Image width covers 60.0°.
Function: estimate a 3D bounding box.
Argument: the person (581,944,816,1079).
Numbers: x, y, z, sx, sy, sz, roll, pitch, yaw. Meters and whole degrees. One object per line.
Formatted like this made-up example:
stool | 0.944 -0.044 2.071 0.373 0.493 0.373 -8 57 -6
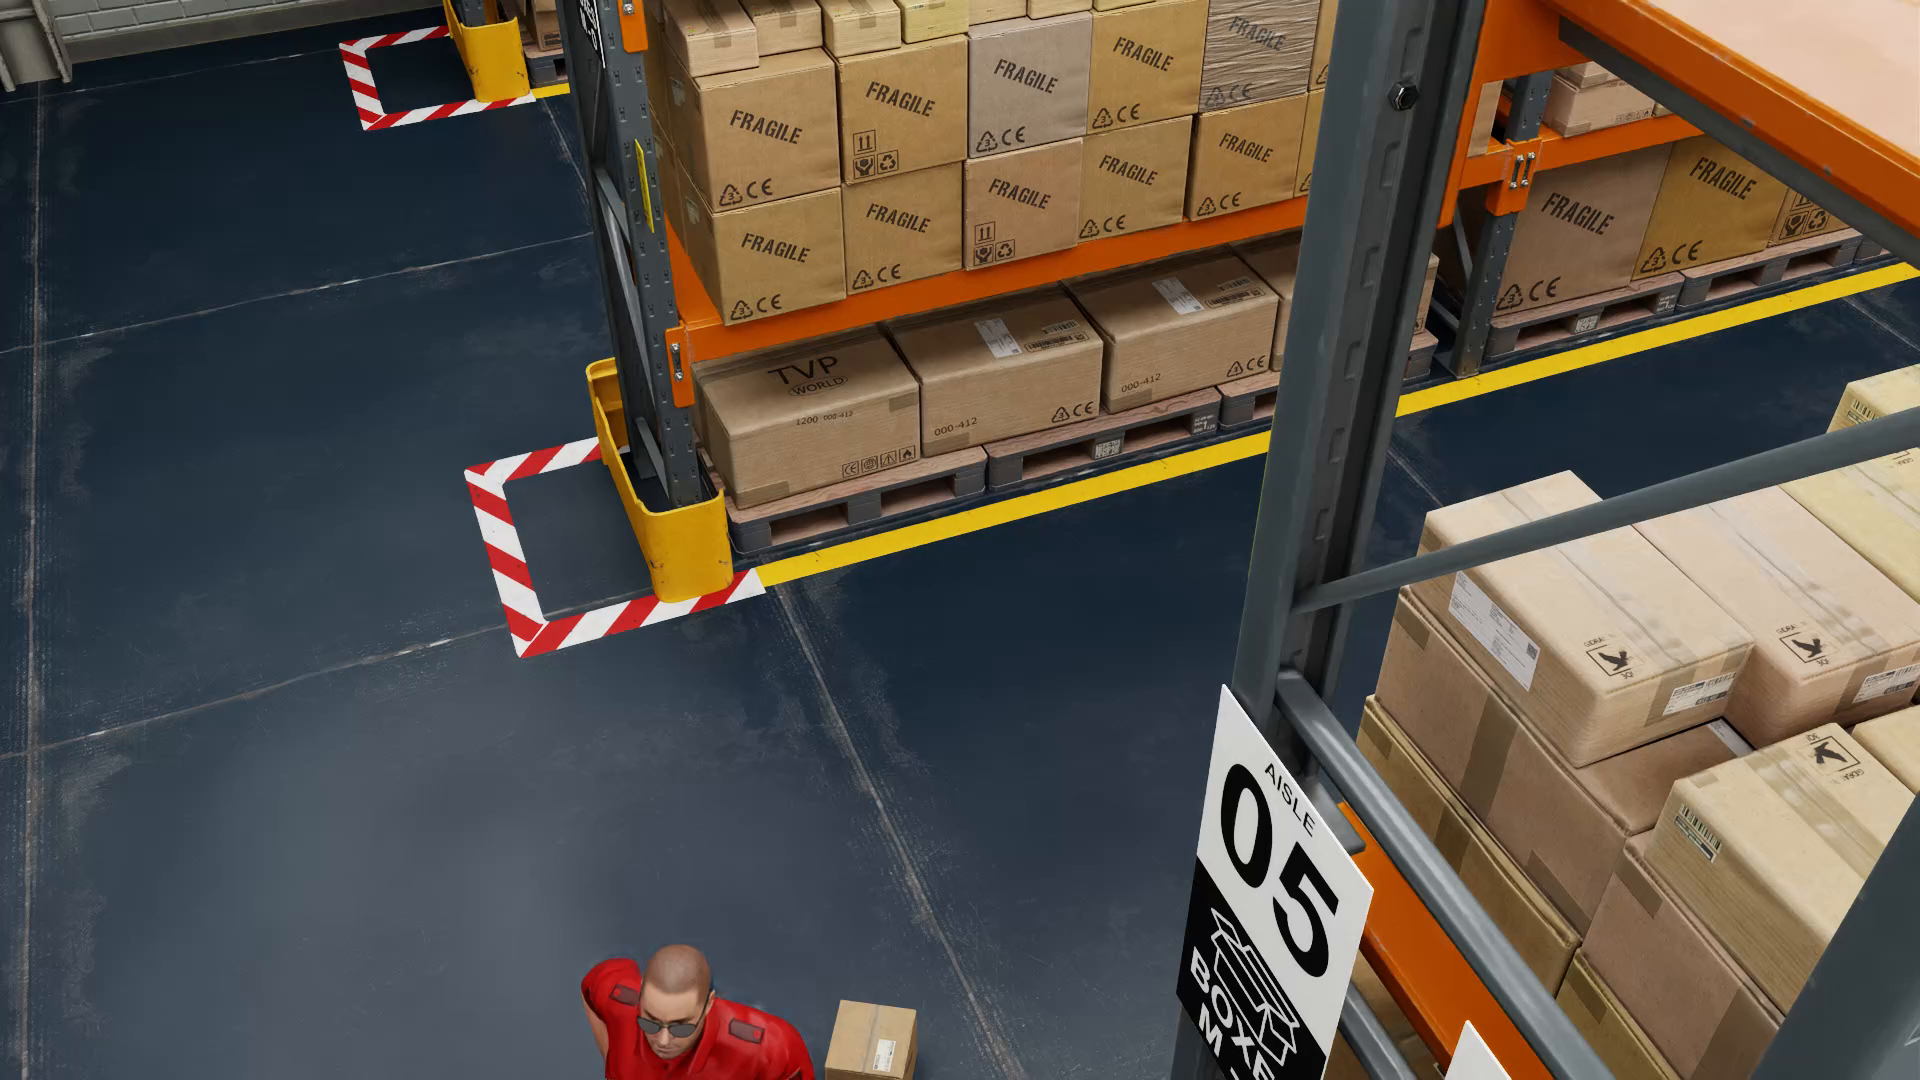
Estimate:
person | -0.689 1.649 4.355 0.660 1.772 0.648 6 42 7
